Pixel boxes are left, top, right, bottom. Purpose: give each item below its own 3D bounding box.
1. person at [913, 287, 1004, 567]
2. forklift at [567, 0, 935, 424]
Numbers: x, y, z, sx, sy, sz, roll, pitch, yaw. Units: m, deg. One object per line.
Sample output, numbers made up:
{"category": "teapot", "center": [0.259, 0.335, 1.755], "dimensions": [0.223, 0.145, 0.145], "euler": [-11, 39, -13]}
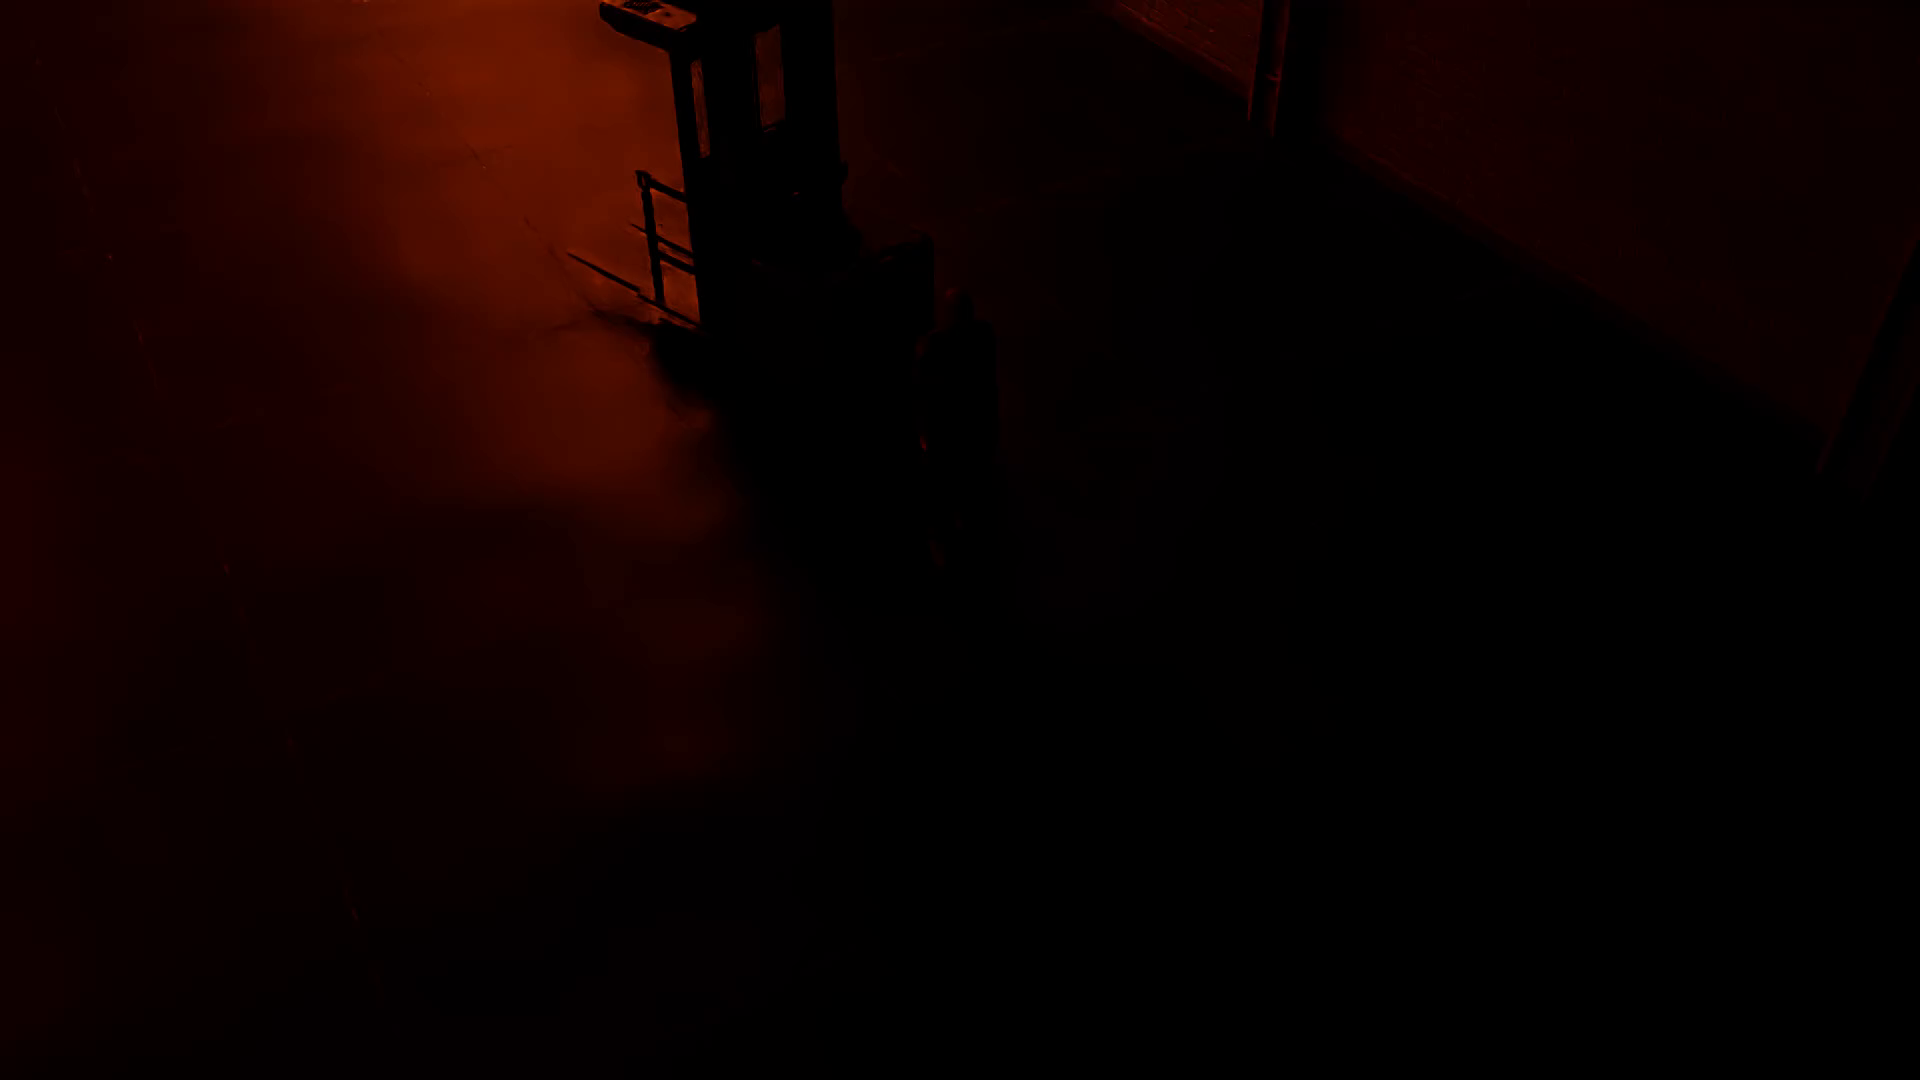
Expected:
{"category": "person", "center": [0.015, -0.672, 9.746], "dimensions": [0.558, 1.783, 0.377], "euler": [-20, 44, -23]}
{"category": "forklift", "center": [-1.613, -2.701, 11.292], "dimensions": [3.031, 2.935, 1.130], "euler": [28, 47, 30]}
